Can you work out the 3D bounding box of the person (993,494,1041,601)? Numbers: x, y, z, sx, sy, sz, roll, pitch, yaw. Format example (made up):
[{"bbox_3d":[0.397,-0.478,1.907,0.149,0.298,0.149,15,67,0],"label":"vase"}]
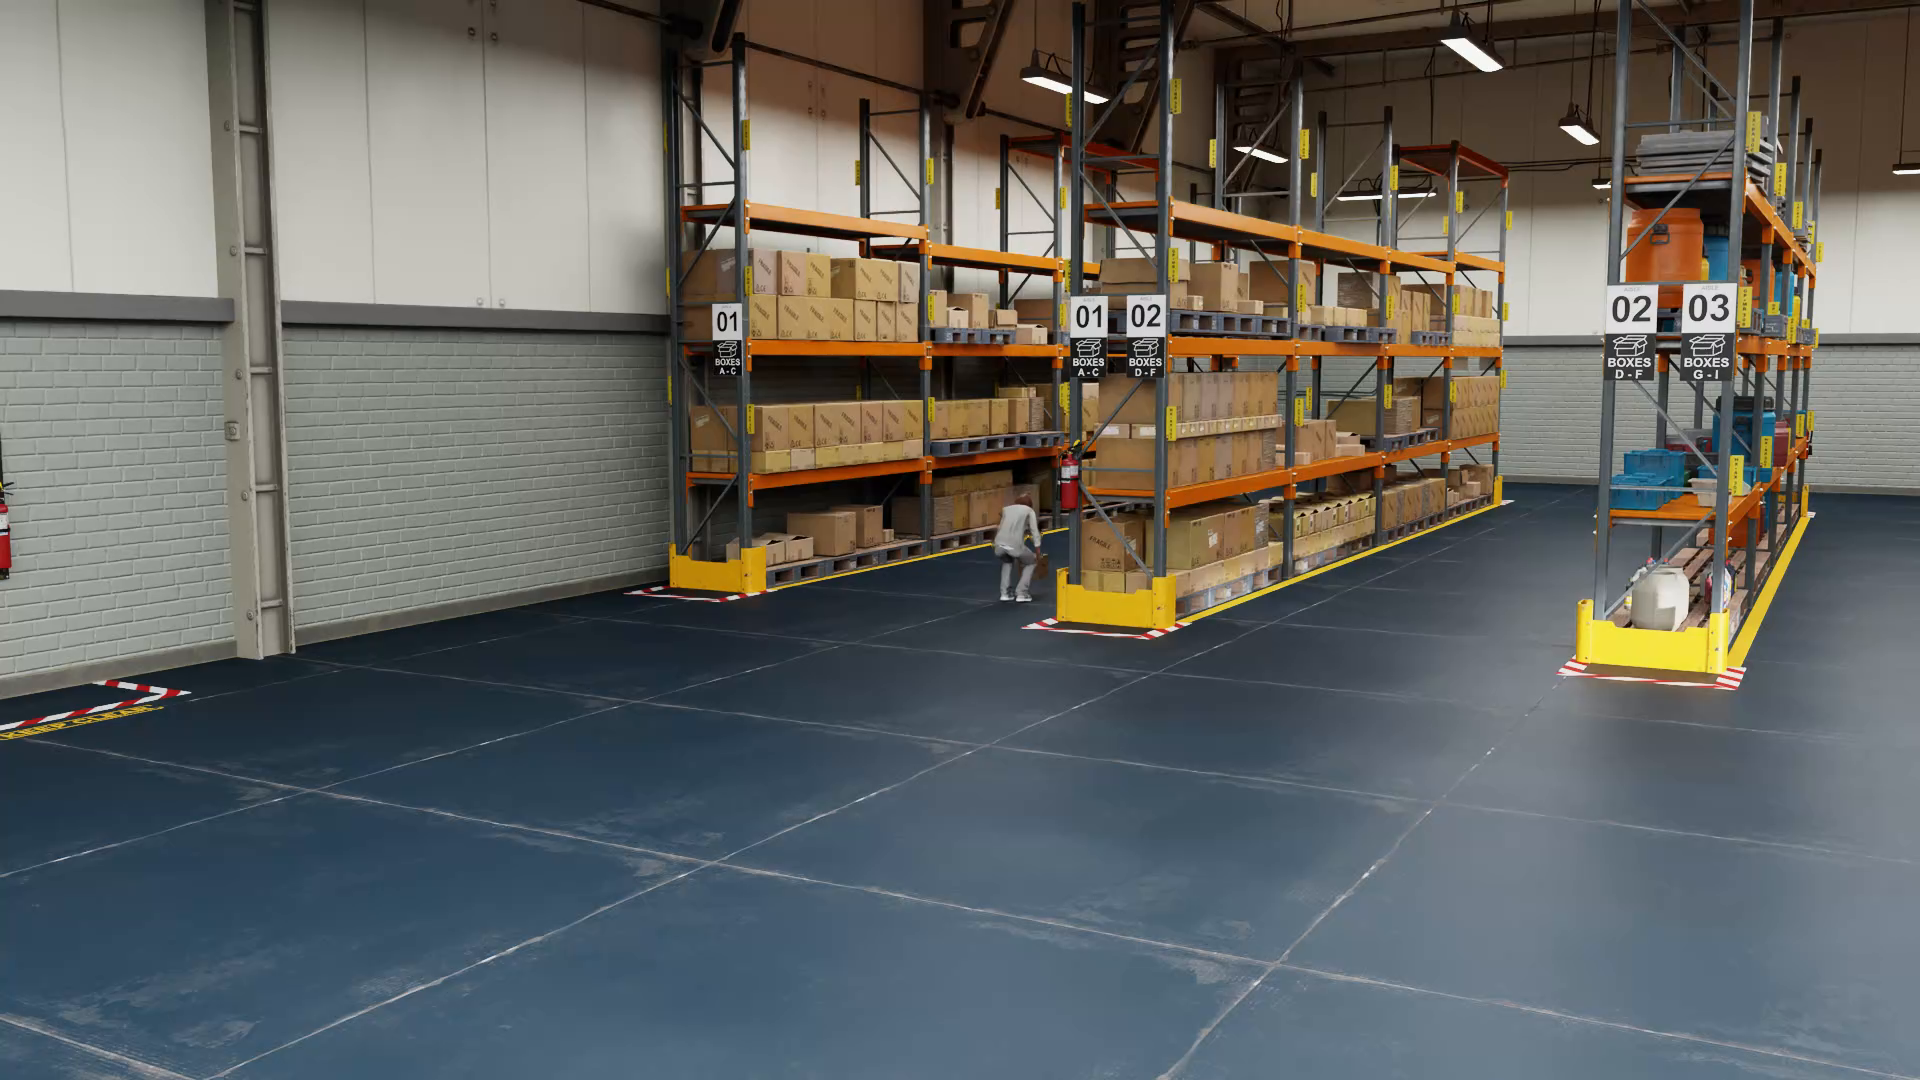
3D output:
[{"bbox_3d":[0.592,0.086,17.932,0.464,1.136,0.730,3,7,29],"label":"person"}]
